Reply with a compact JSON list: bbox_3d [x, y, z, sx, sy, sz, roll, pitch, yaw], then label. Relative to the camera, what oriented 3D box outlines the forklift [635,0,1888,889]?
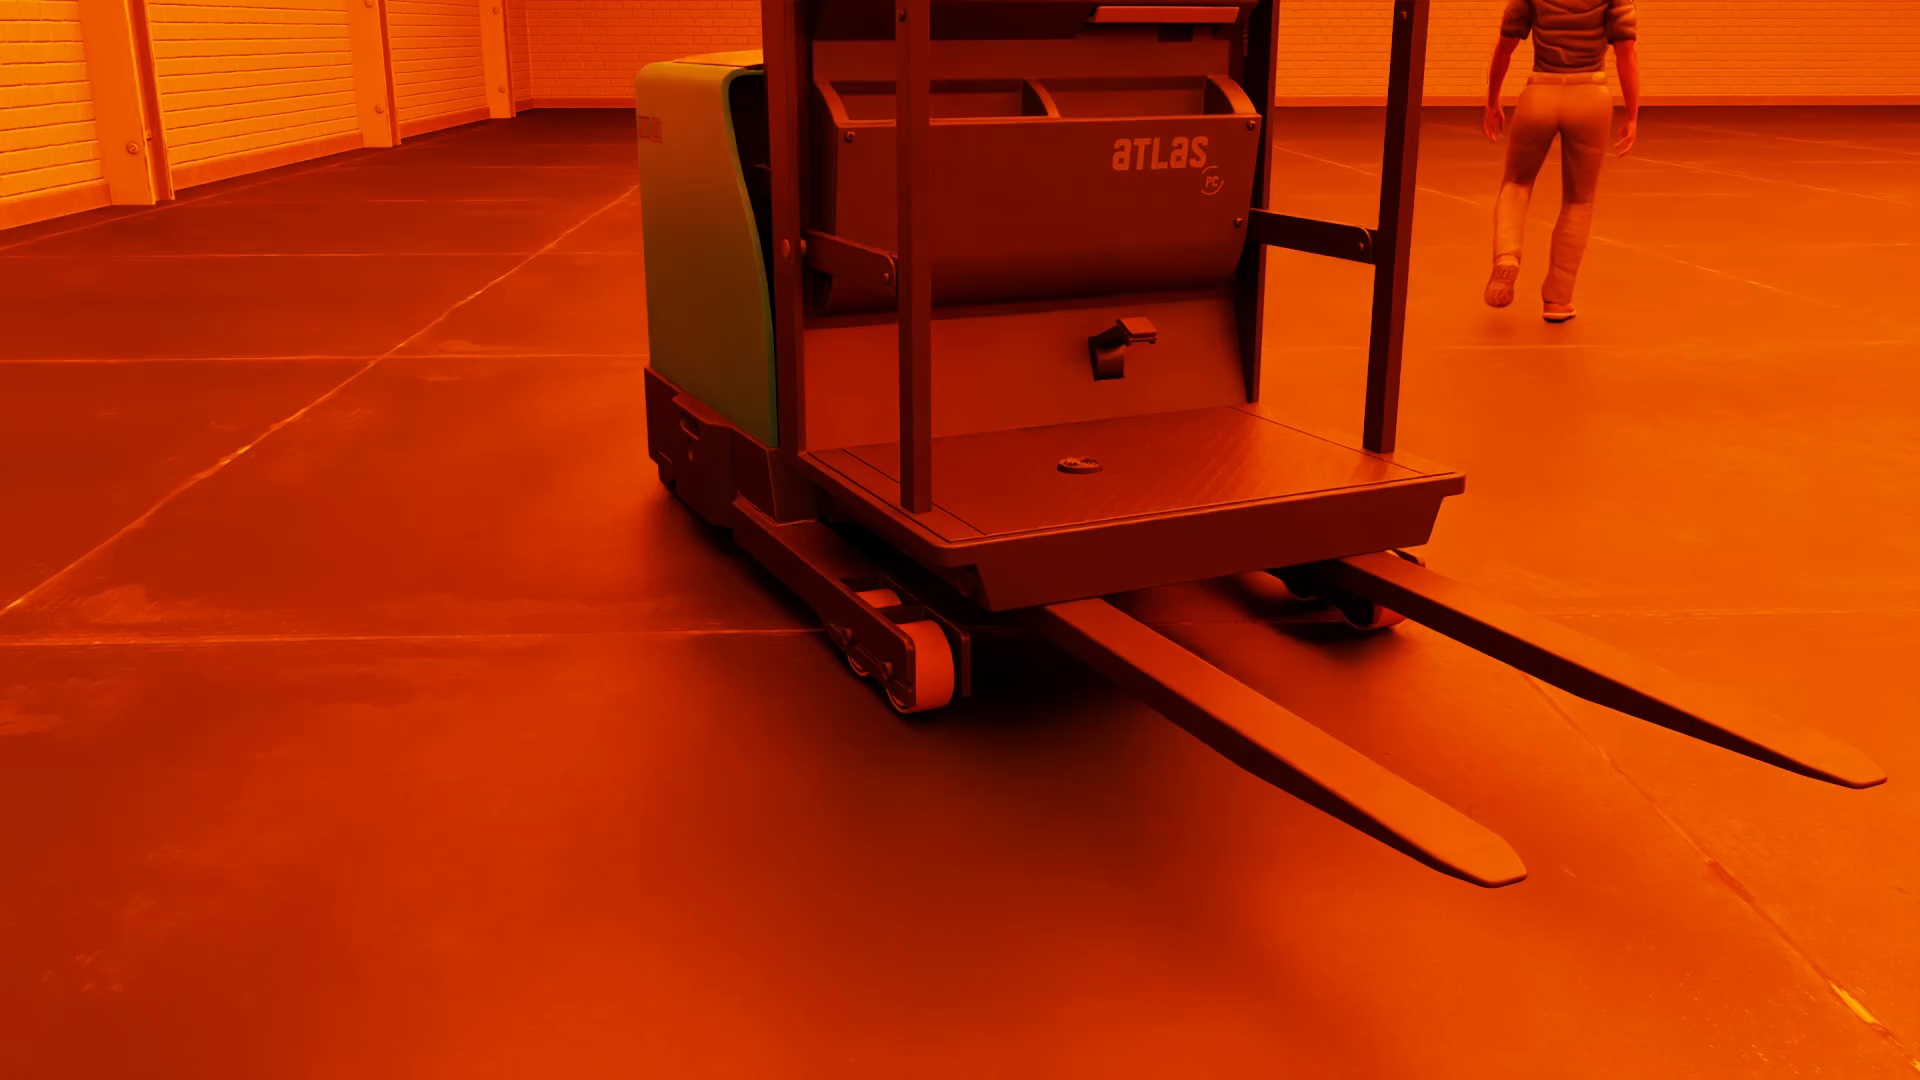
[{"bbox_3d":[0.258,-1.240,2.962,1.130,2.935,3.031,-8,19,-24],"label":"forklift"}]

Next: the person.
[{"bbox_3d":[2.445,-1.722,6.778,0.611,1.625,0.448,8,19,25],"label":"person"}]
